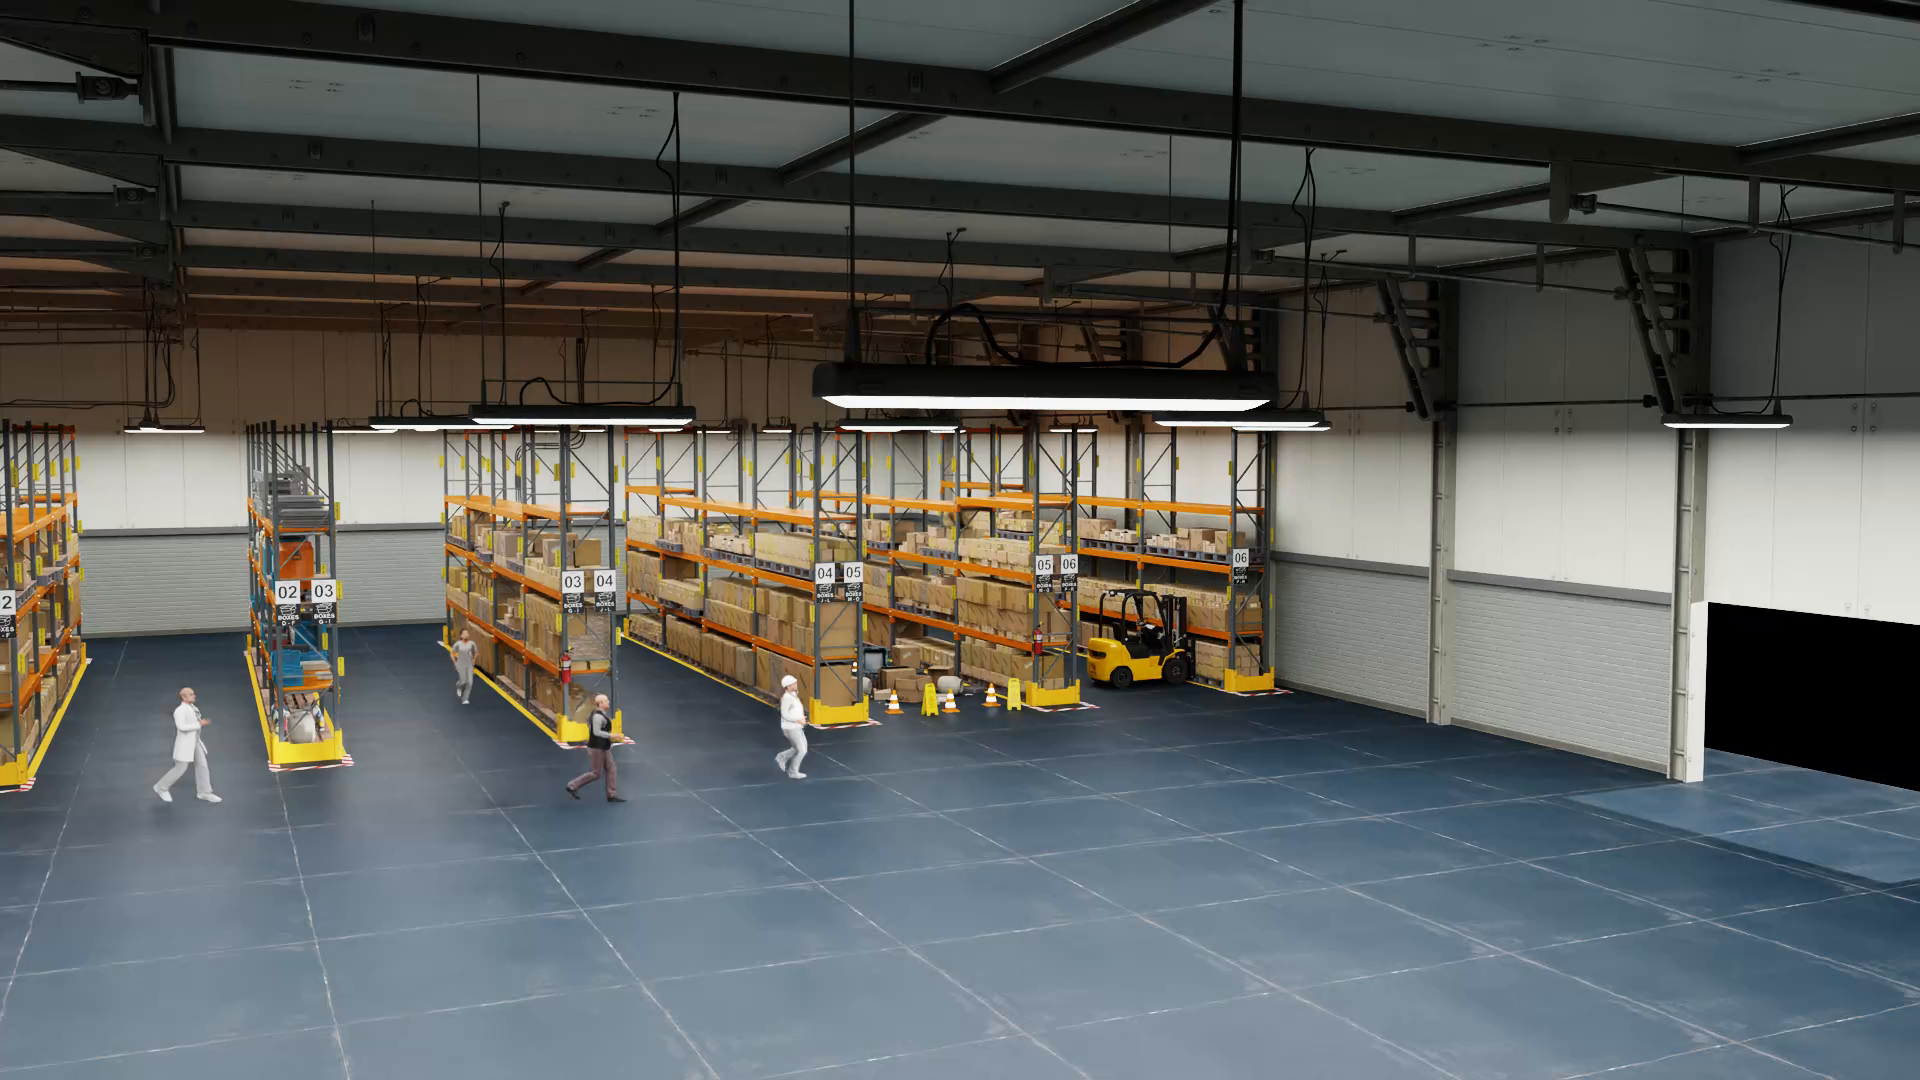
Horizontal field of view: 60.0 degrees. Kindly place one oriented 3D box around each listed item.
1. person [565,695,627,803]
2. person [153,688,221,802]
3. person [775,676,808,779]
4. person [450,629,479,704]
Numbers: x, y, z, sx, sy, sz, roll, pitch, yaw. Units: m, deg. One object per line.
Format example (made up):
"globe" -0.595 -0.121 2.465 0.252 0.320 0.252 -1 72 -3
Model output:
"person" -5.655 3.250 25.810 0.927 1.712 0.646 0 4 -7
"person" -12.027 3.190 25.830 1.007 1.798 0.714 0 4 1
"person" -2.813 3.122 27.787 0.609 1.722 0.657 0 4 6
"person" -10.566 2.702 35.525 0.578 1.621 0.560 -2 4 -28
